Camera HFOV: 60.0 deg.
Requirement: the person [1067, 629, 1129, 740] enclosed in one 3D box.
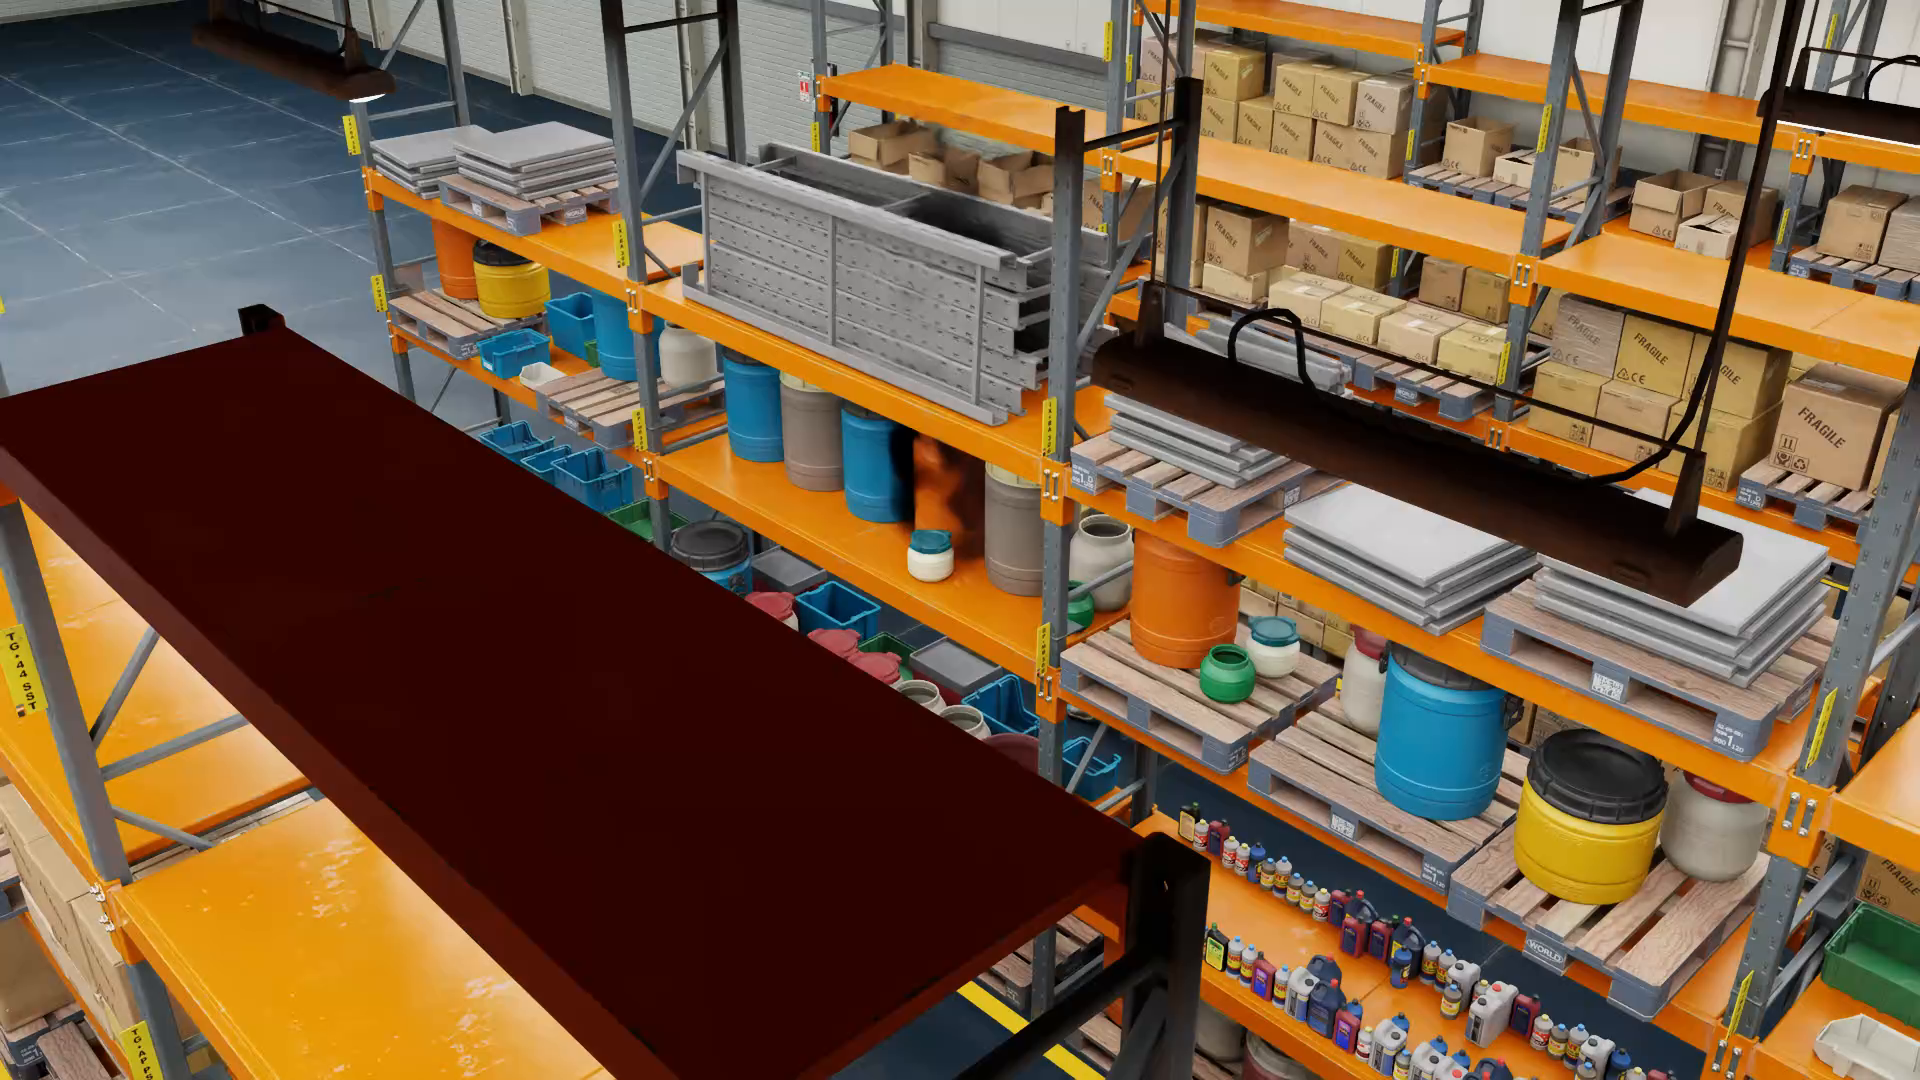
[{"bbox_3d":[1.200,0.848,13.489,0.875,1.669,0.624,22,35,35],"label":"person"}]
